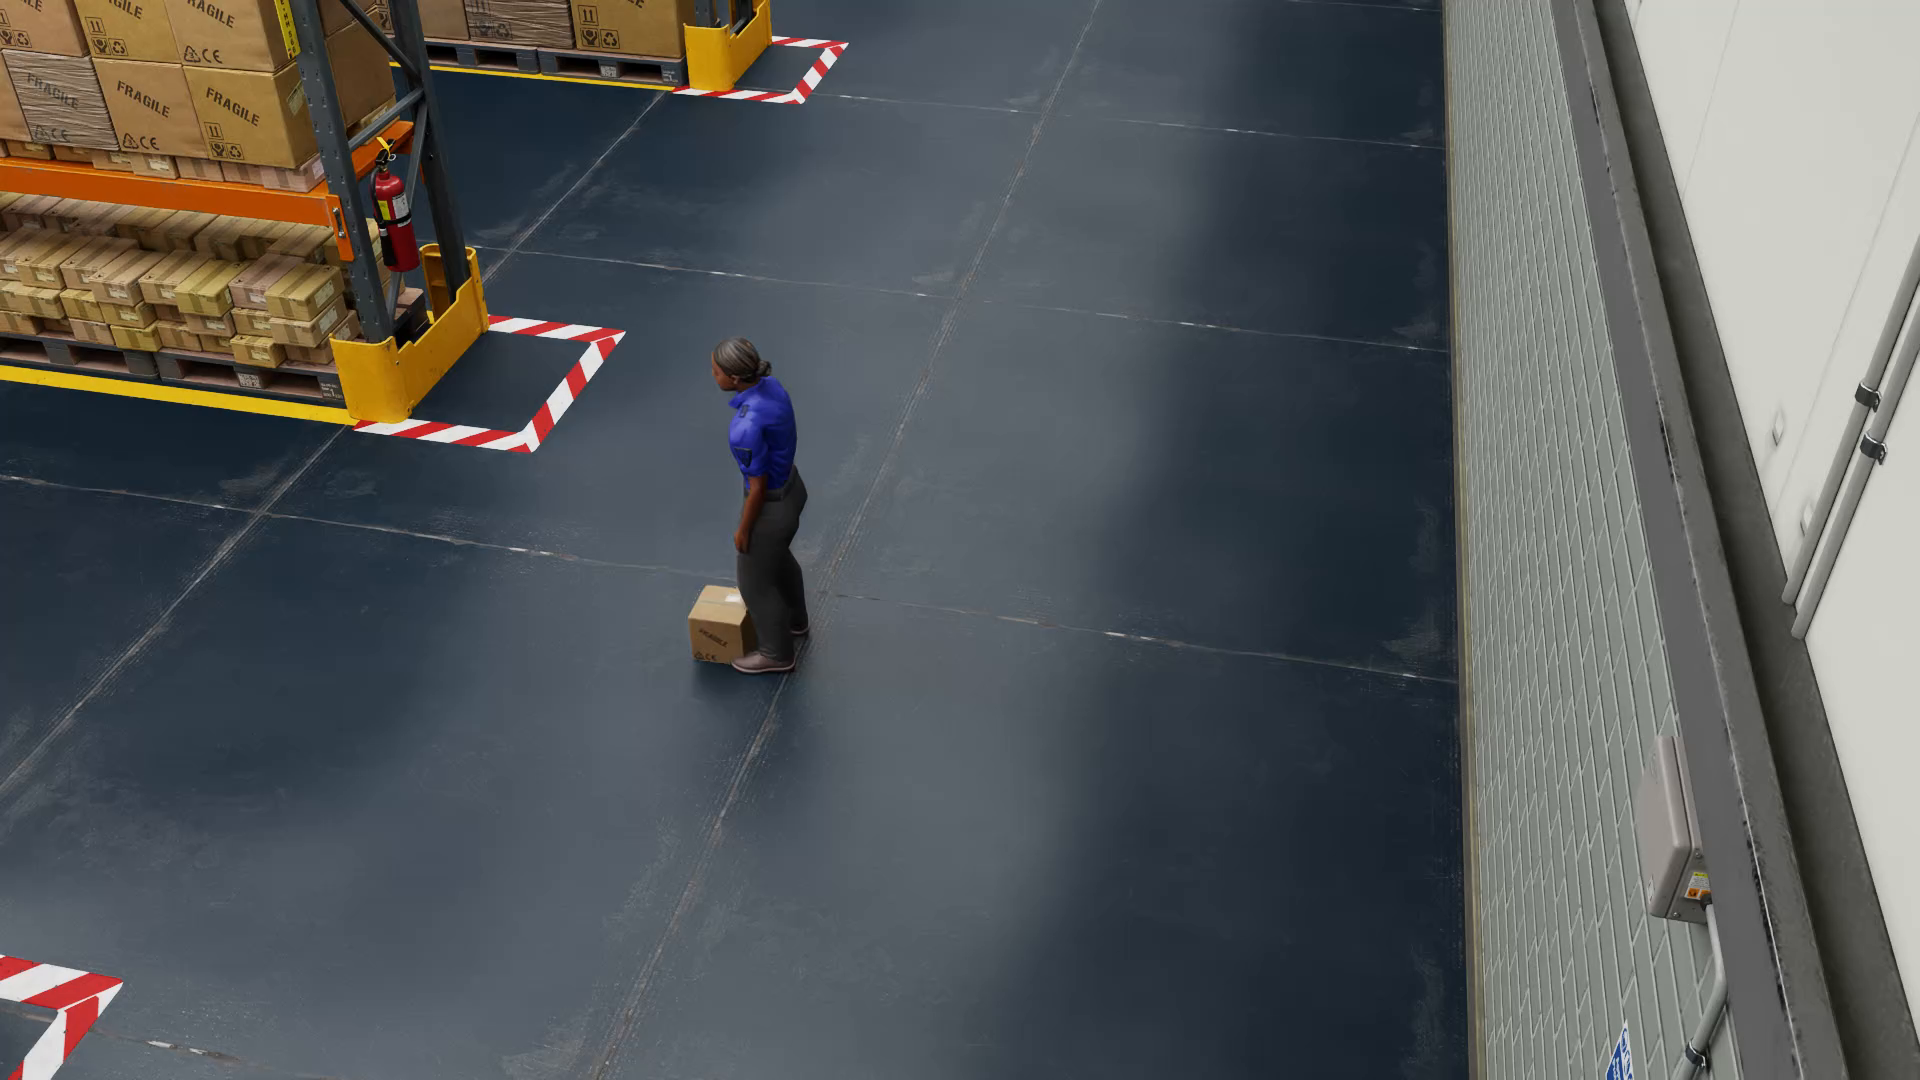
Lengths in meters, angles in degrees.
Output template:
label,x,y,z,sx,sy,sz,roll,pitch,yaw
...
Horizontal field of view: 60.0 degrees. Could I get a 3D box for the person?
label,x,y,z,sx,sy,sz,roll,pitch,yaw
person,-0.848,-0.155,7.175,0.348,1.655,0.505,6,37,8
